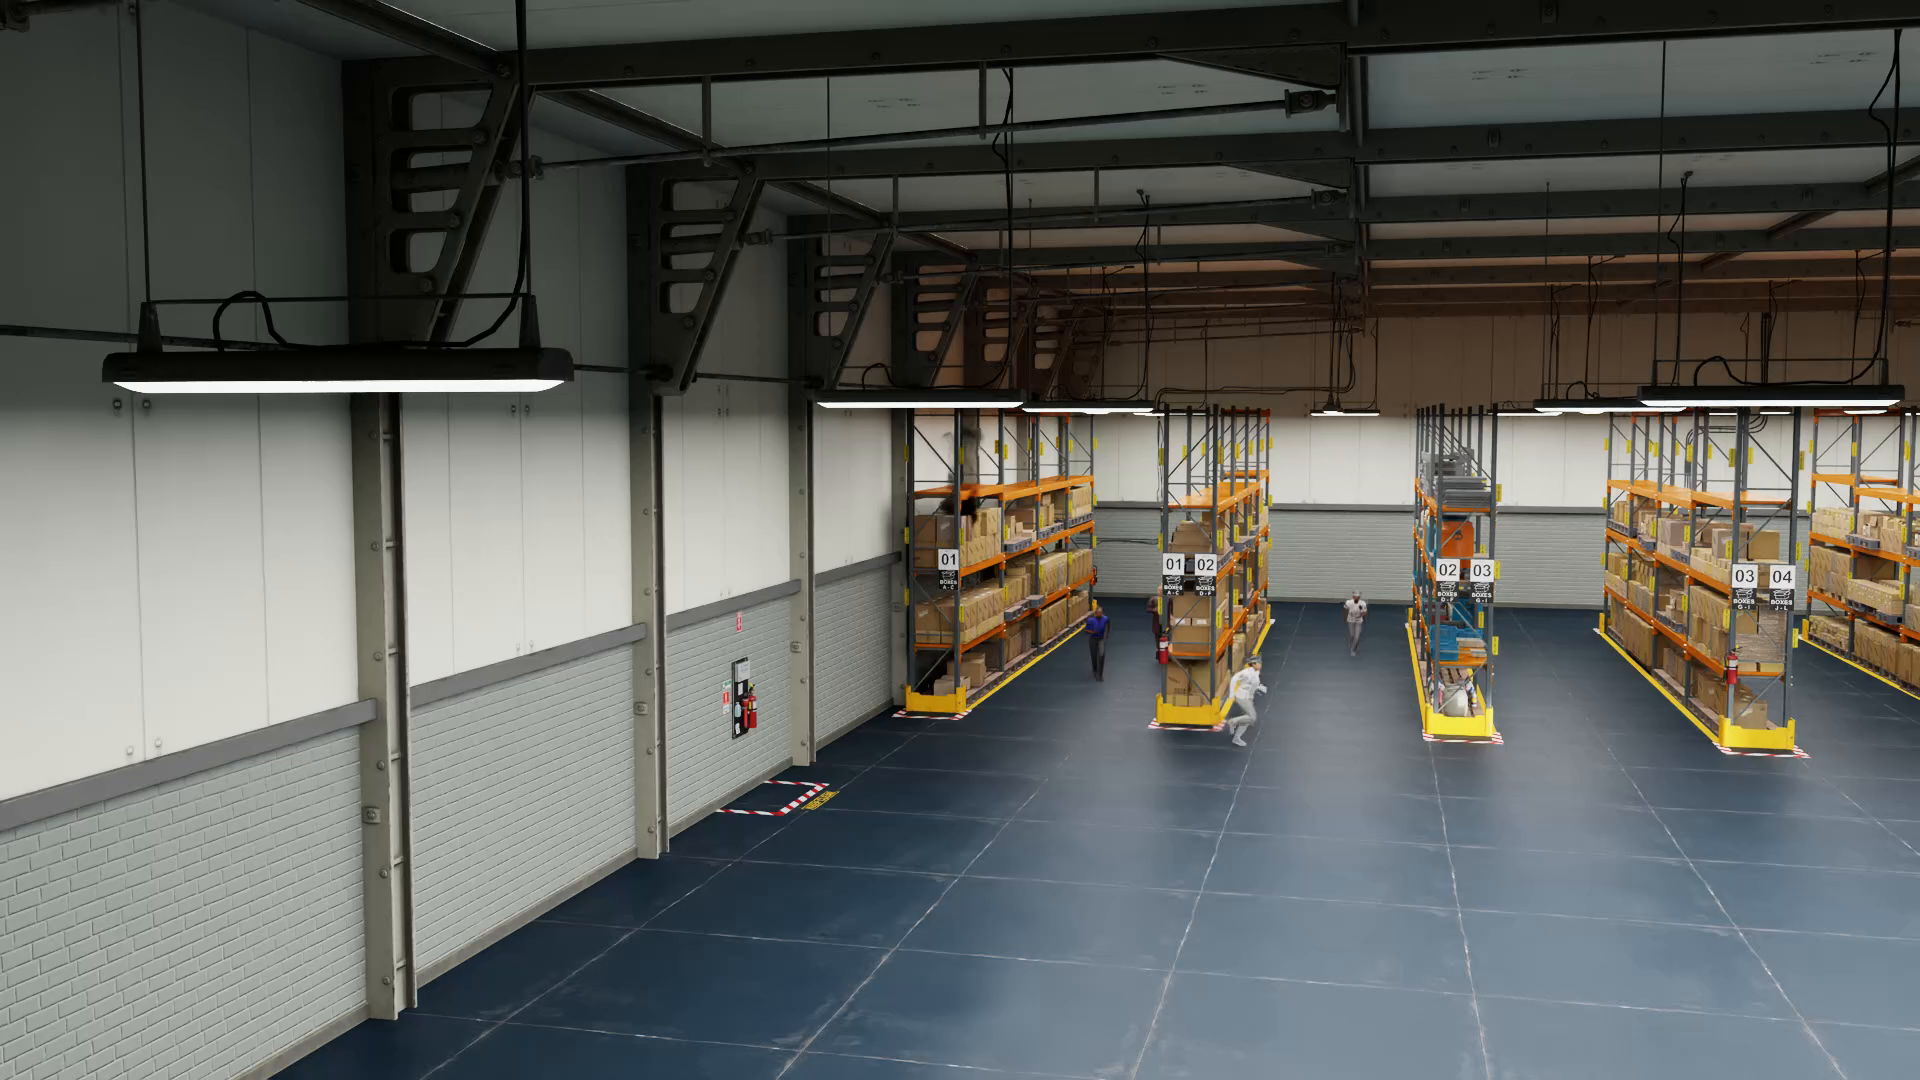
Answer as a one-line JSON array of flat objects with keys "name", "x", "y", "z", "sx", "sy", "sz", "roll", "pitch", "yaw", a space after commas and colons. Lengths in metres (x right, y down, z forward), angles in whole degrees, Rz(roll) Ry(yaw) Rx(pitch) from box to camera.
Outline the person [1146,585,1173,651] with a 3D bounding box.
[{"name": "person", "x": 4.717, "y": 1.977, "z": 39.050, "sx": 0.697, "sy": 1.828, "sz": 0.916, "roll": 1, "pitch": 4, "yaw": 7}]

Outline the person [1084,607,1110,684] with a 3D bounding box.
[{"name": "person", "x": 3.005, "y": 2.272, "z": 36.433, "sx": 0.576, "sy": 1.666, "sz": 0.938, "roll": 0, "pitch": 4, "yaw": 2}]

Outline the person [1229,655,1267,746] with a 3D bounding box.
[{"name": "person", "x": 5.047, "y": 2.807, "z": 29.160, "sx": 0.665, "sy": 1.615, "sz": 0.563, "roll": 3, "pitch": 5, "yaw": 31}]

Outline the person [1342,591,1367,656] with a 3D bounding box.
[{"name": "person", "x": 9.528, "y": 2.011, "z": 40.117, "sx": 0.562, "sy": 1.614, "sz": 0.673, "roll": 0, "pitch": 4, "yaw": 6}]
